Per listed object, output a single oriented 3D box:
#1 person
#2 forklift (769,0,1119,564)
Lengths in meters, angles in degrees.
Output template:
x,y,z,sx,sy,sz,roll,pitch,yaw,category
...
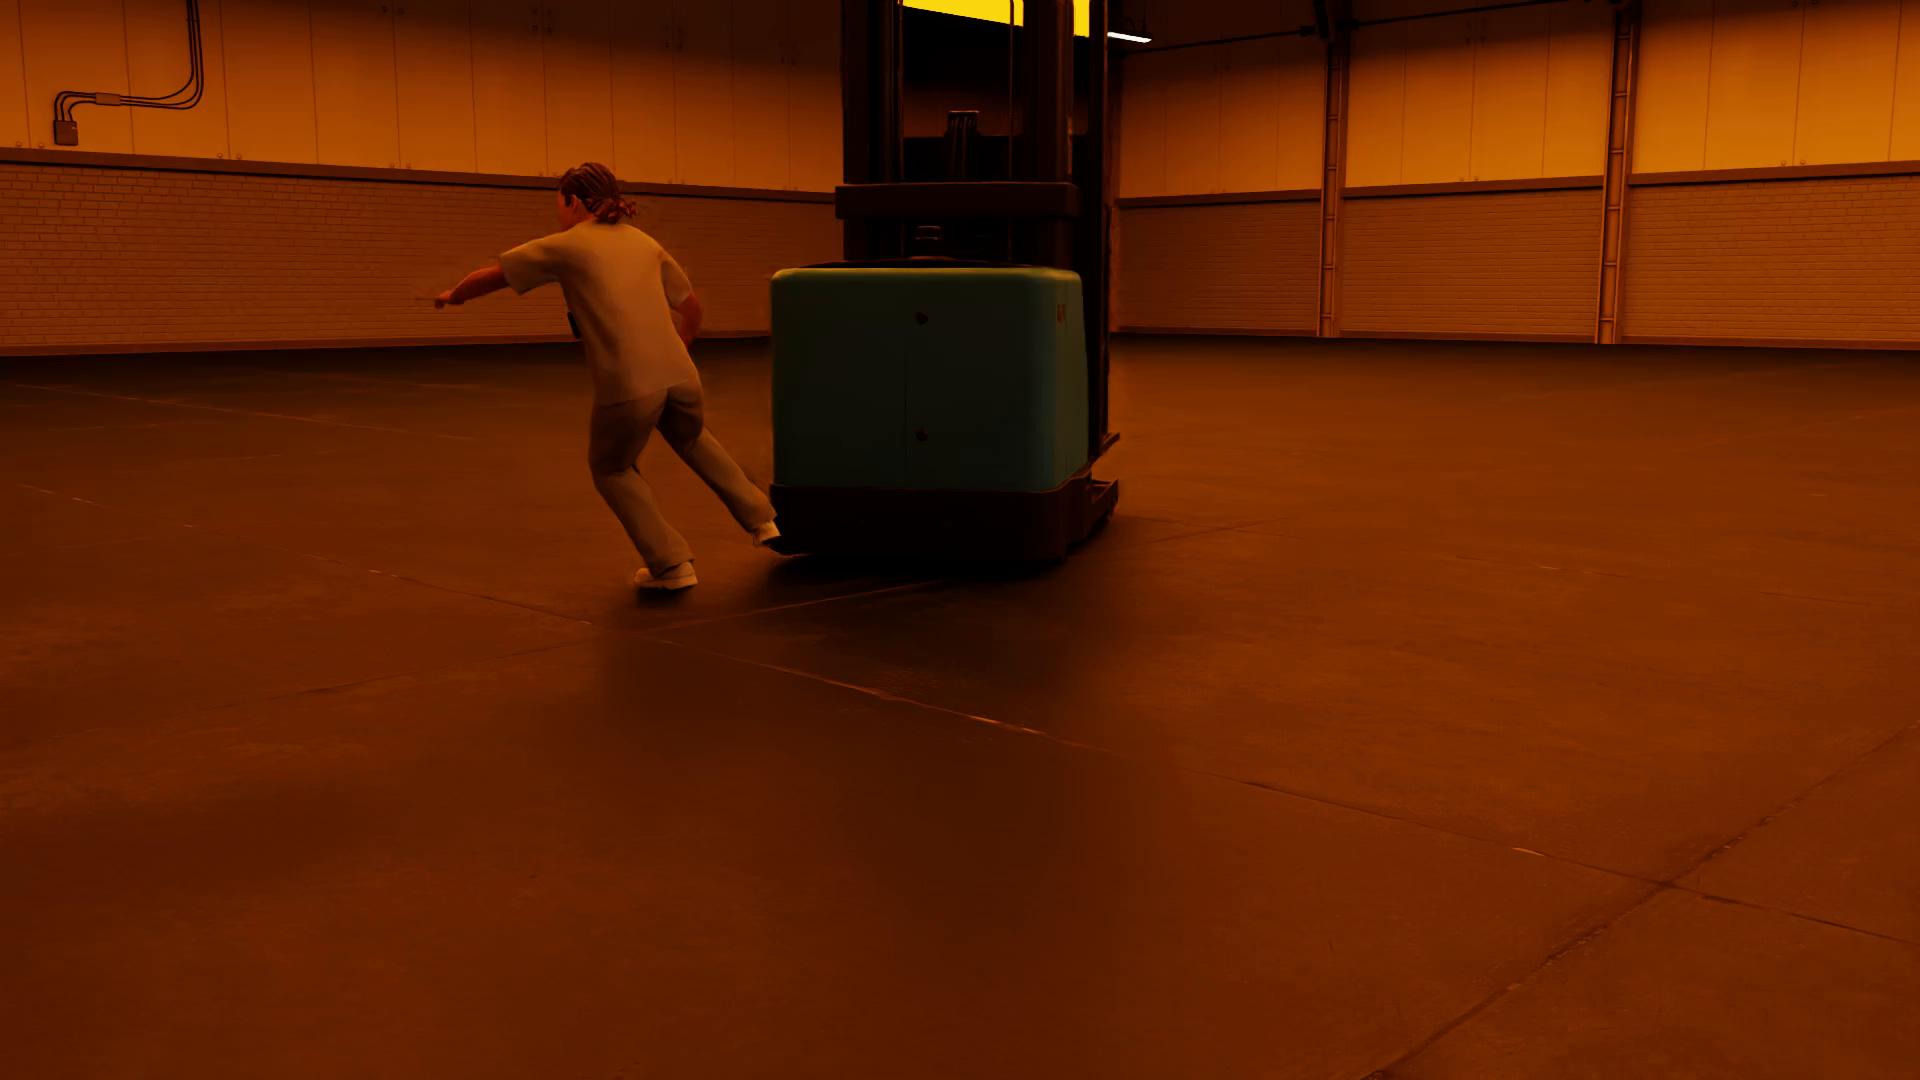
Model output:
x,y,z,sx,sy,sz,roll,pitch,yaw,category
-1.124,-0.561,5.728,1.123,1.433,0.824,-8,11,-41,person
0.104,-1.540,7.103,1.130,2.935,3.031,2,9,11,forklift
